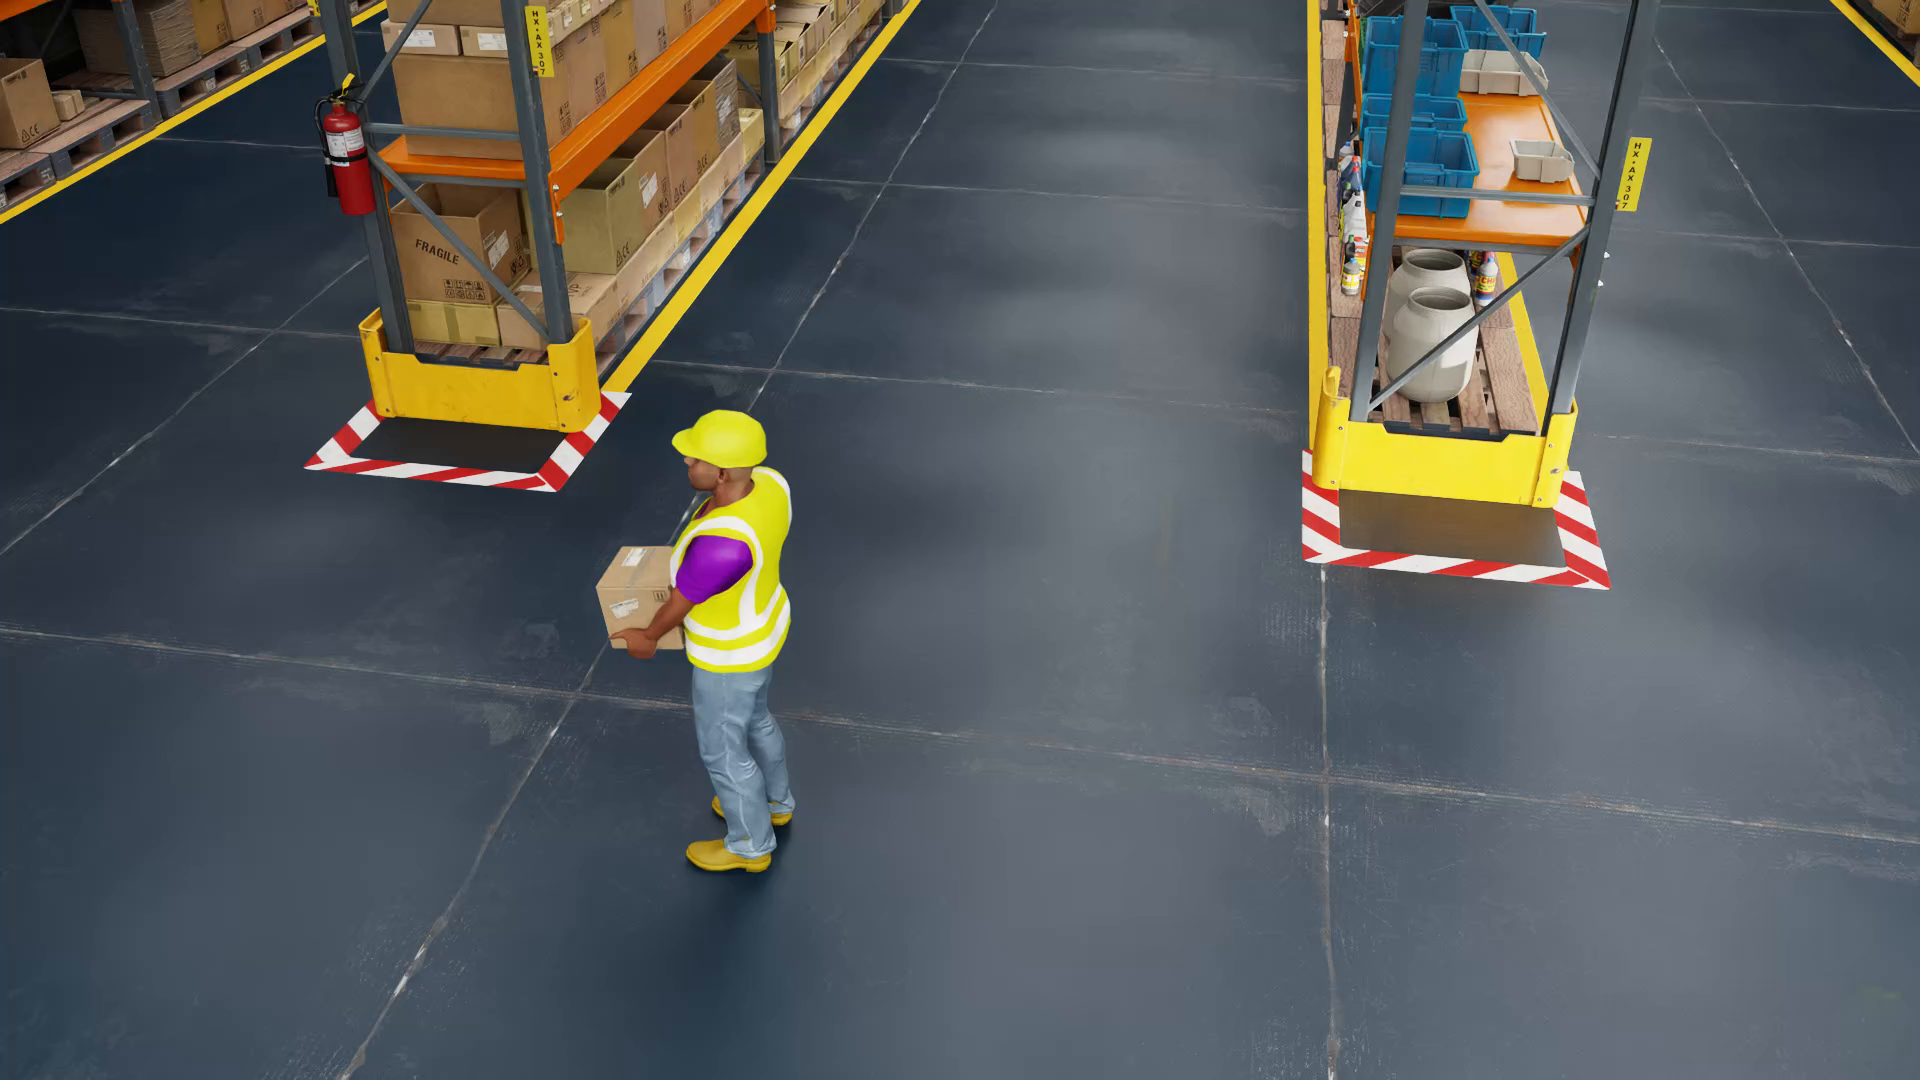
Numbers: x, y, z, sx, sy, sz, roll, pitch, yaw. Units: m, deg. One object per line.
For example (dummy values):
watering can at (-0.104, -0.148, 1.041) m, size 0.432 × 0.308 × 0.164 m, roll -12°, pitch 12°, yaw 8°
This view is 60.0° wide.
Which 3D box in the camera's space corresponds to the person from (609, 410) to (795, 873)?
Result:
person at (-0.857, 0.338, 5.581) m, size 0.575 × 1.762 × 0.504 m, roll 6°, pitch 33°, yaw 9°
